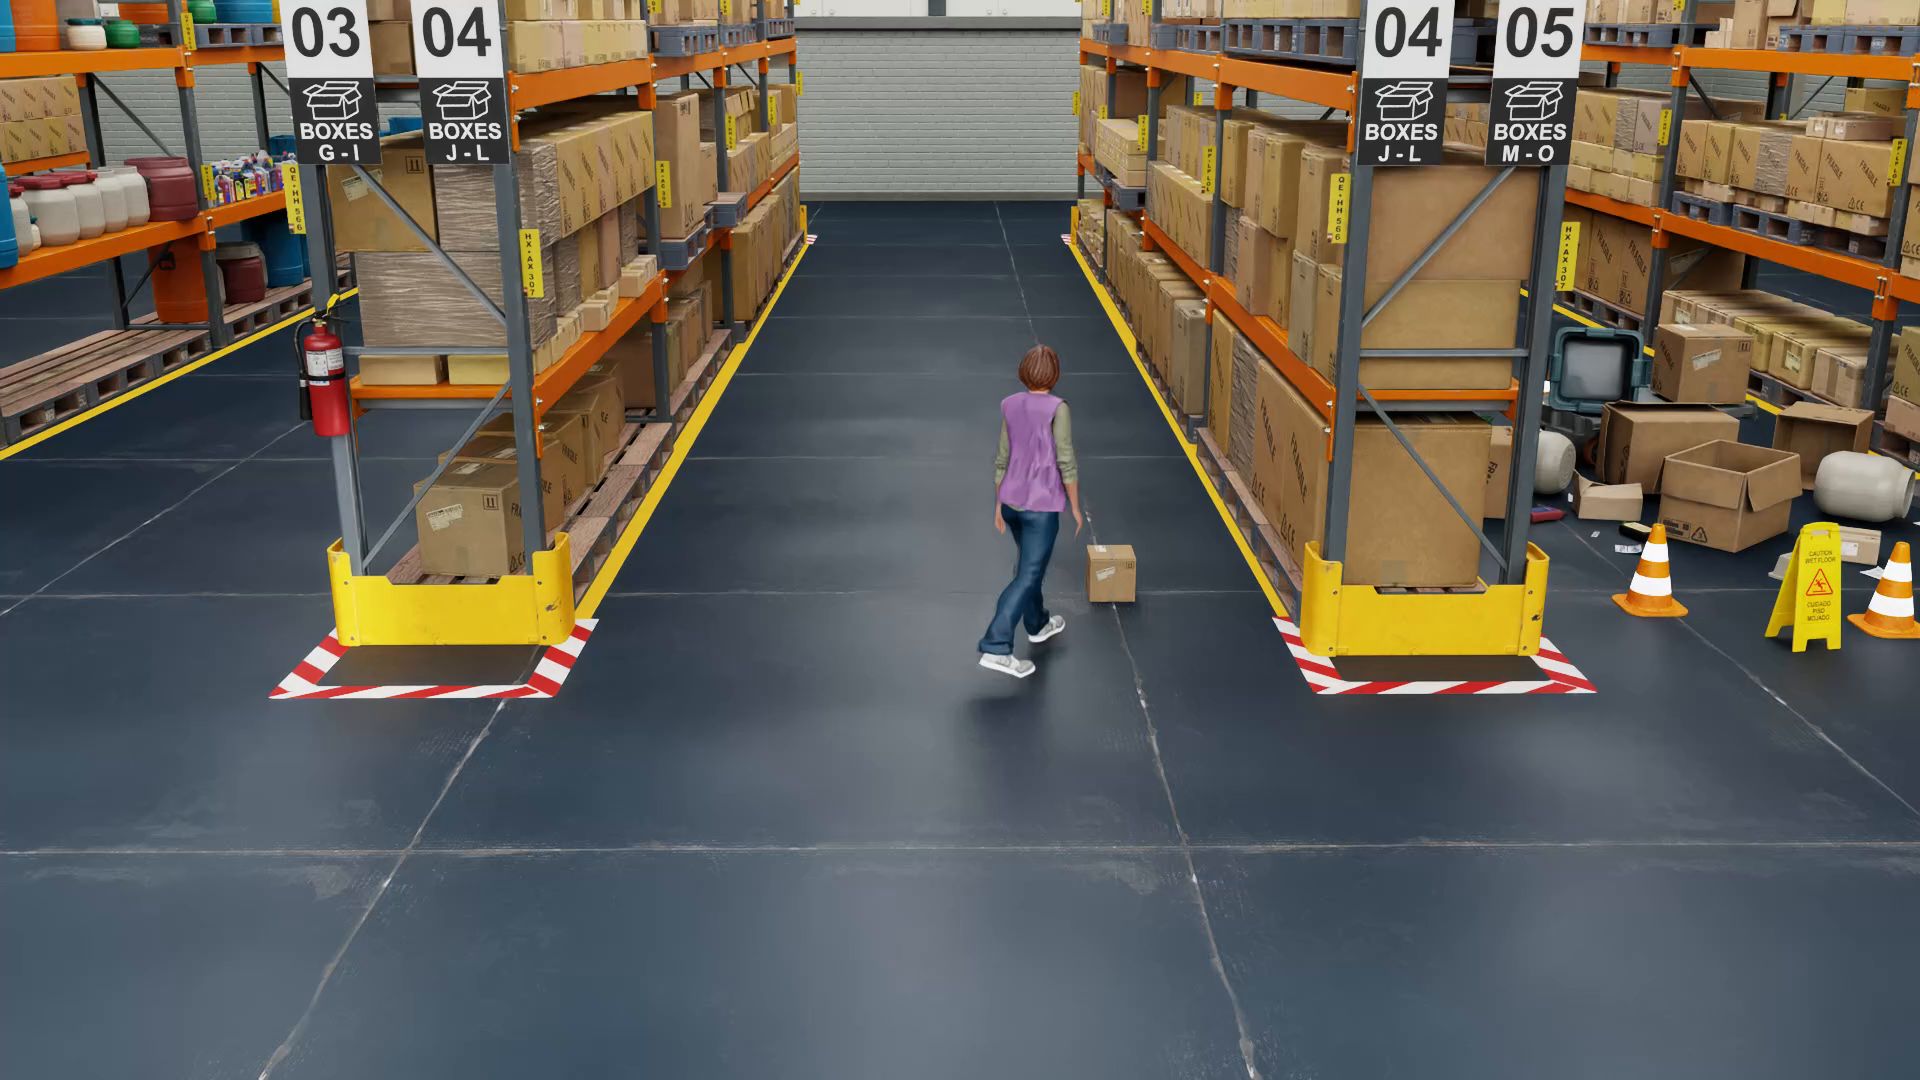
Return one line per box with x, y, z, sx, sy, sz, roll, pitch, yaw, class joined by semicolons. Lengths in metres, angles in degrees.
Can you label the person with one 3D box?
0.354;-0.155;8.051;0.467;1.557;0.876;16;23;41;person
